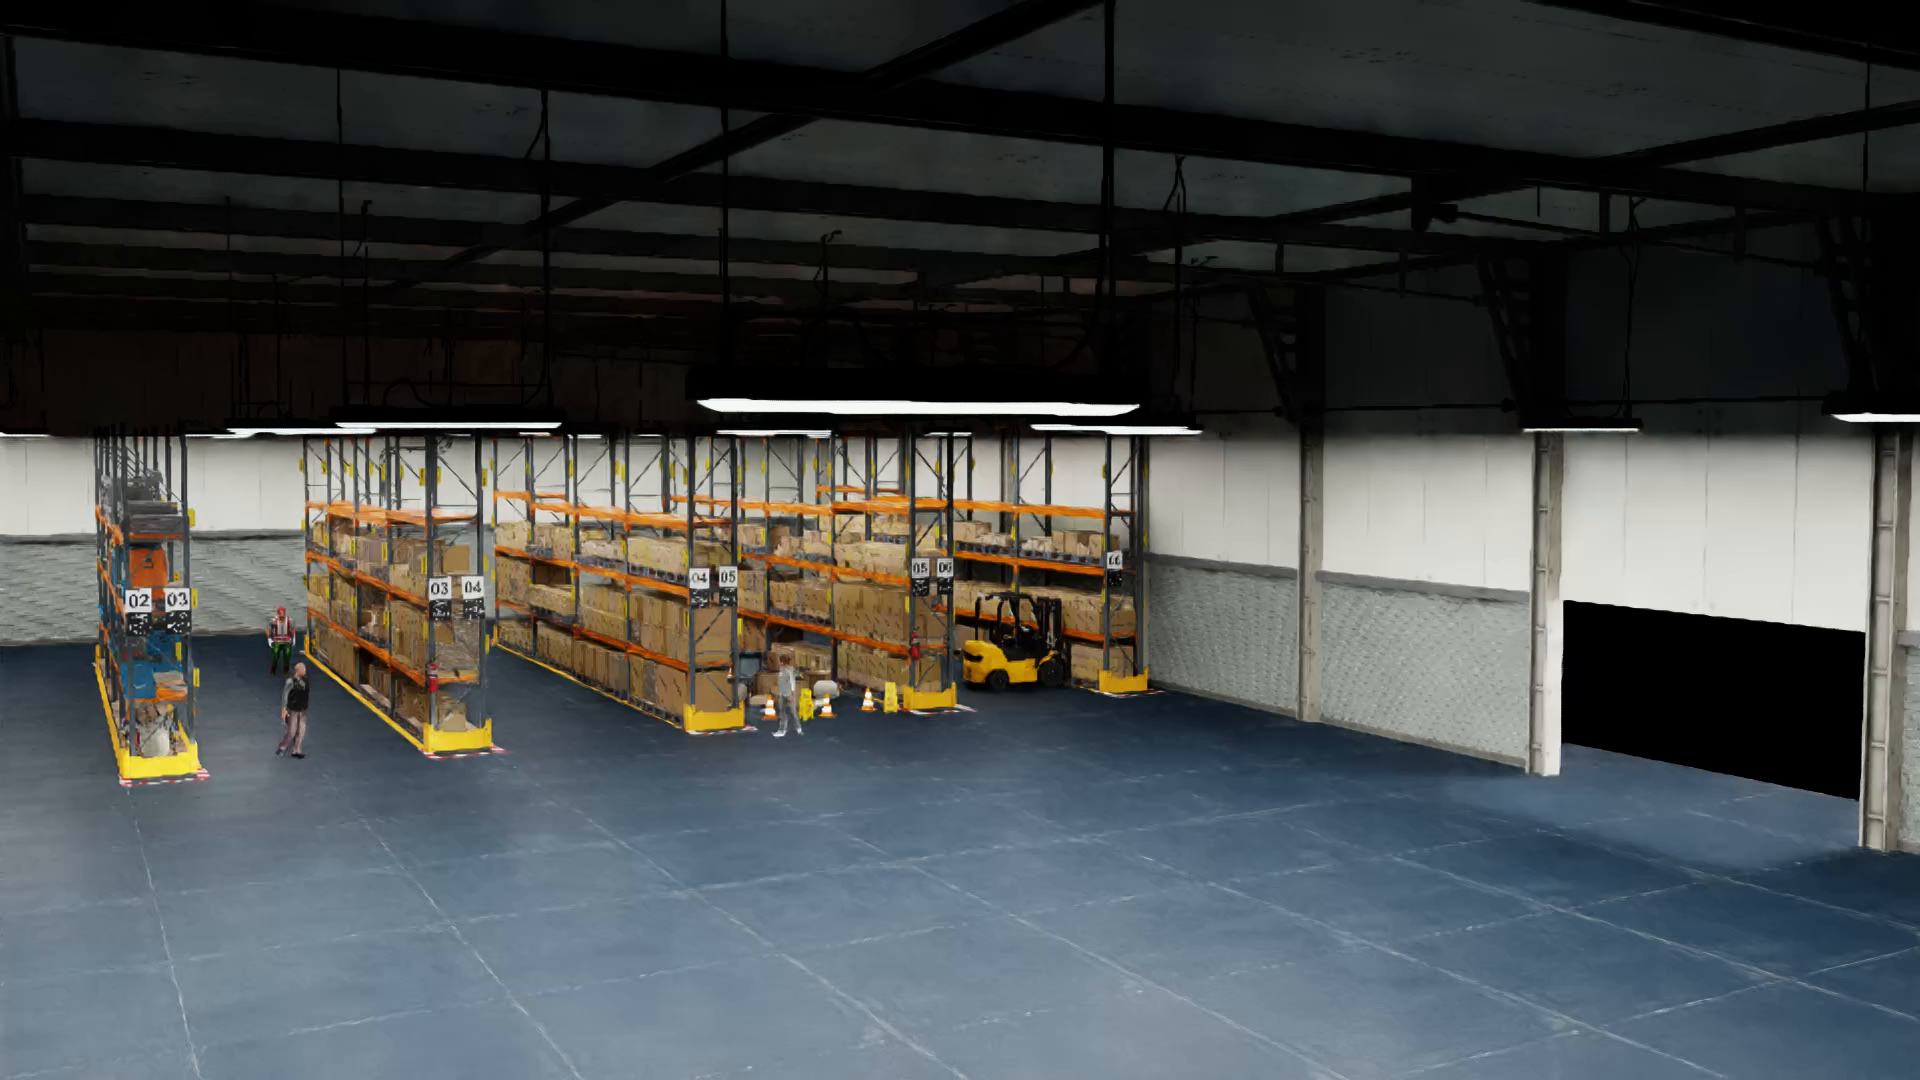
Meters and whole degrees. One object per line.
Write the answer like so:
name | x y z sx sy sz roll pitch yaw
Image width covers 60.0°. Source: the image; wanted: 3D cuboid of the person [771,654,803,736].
person | -3.315 2.988 32.092 0.541 1.595 0.507 3 5 43

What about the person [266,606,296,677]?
person | -16.298 2.443 39.935 0.677 1.742 0.552 -2 4 -30

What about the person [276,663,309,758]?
person | -12.002 3.057 29.921 0.532 1.713 0.583 2 4 25

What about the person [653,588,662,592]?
person | -8.264 2.120 45.517 0.523 1.668 0.564 -1 4 -11
